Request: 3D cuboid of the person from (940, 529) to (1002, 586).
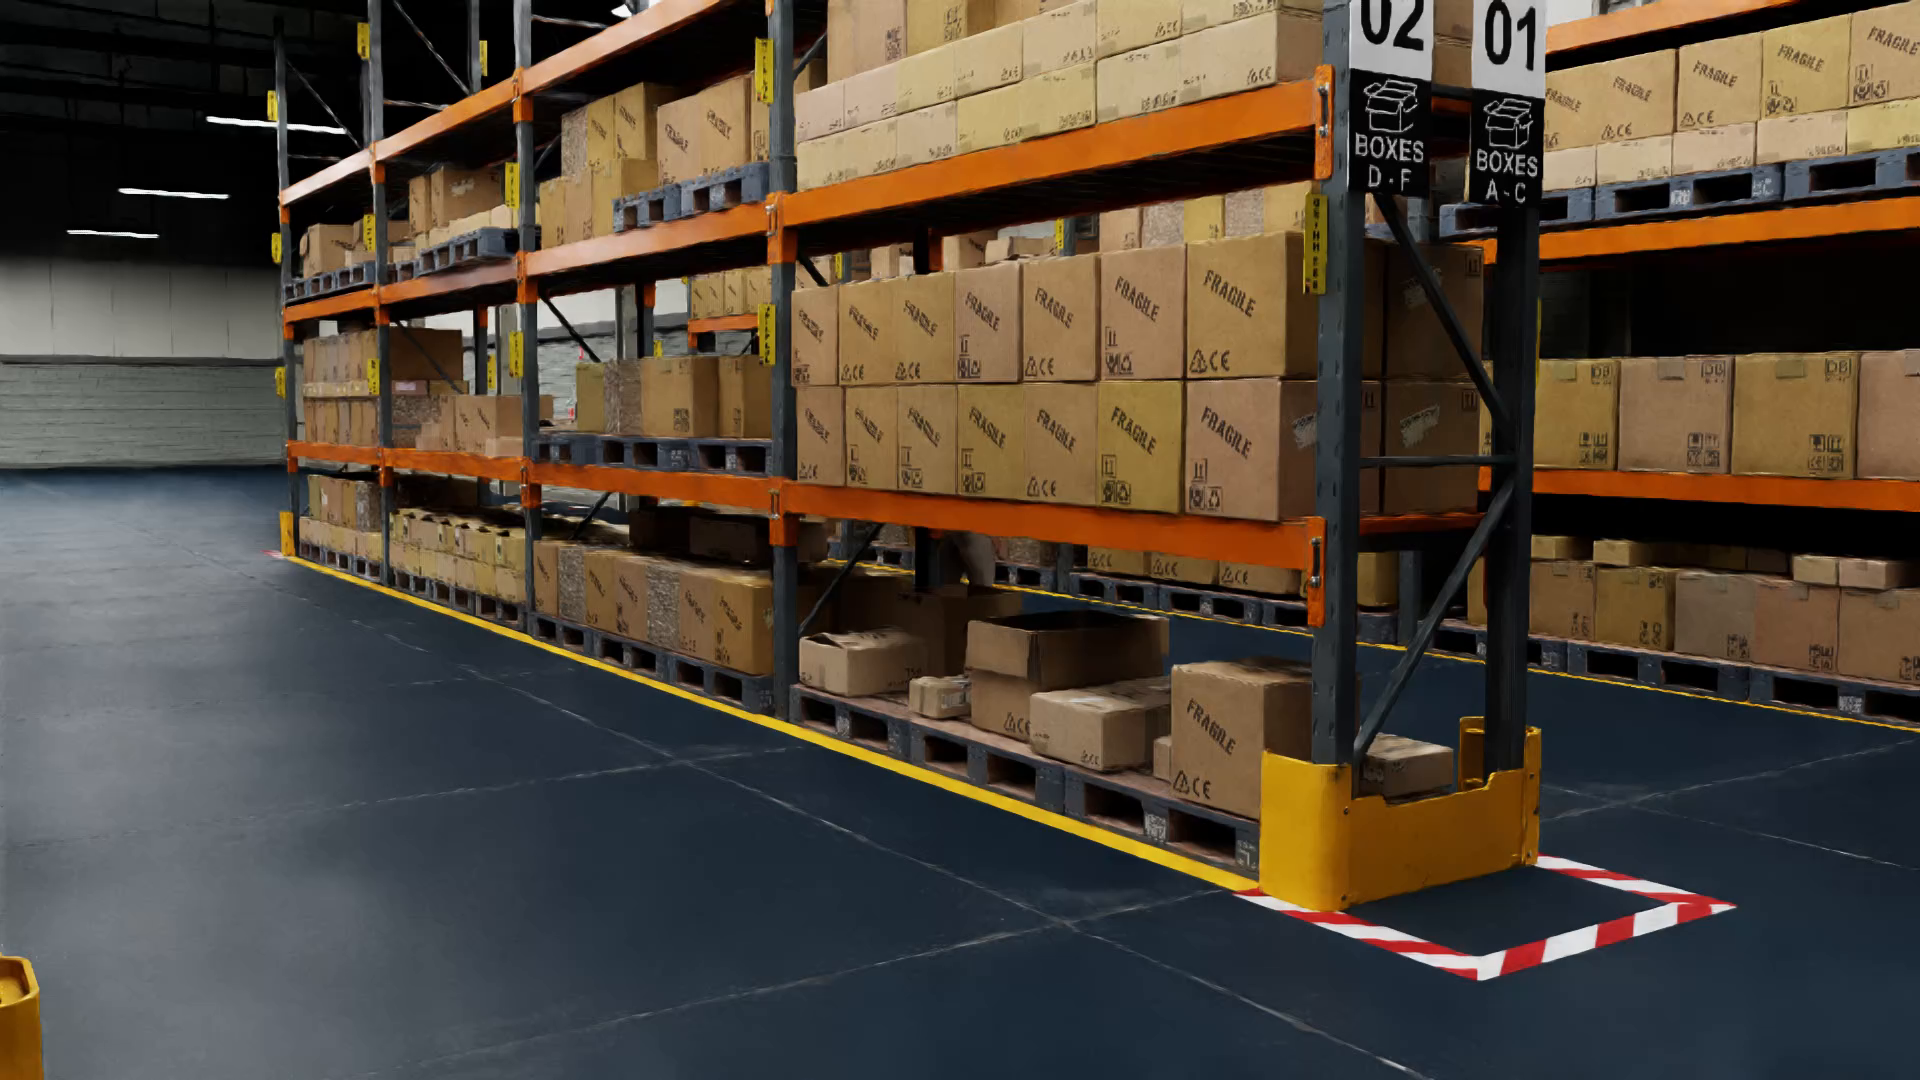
[{"bbox_3d":[0.040,-0.068,11.097,0.401,1.726,0.546,-4,6,-44],"label":"person"}]
